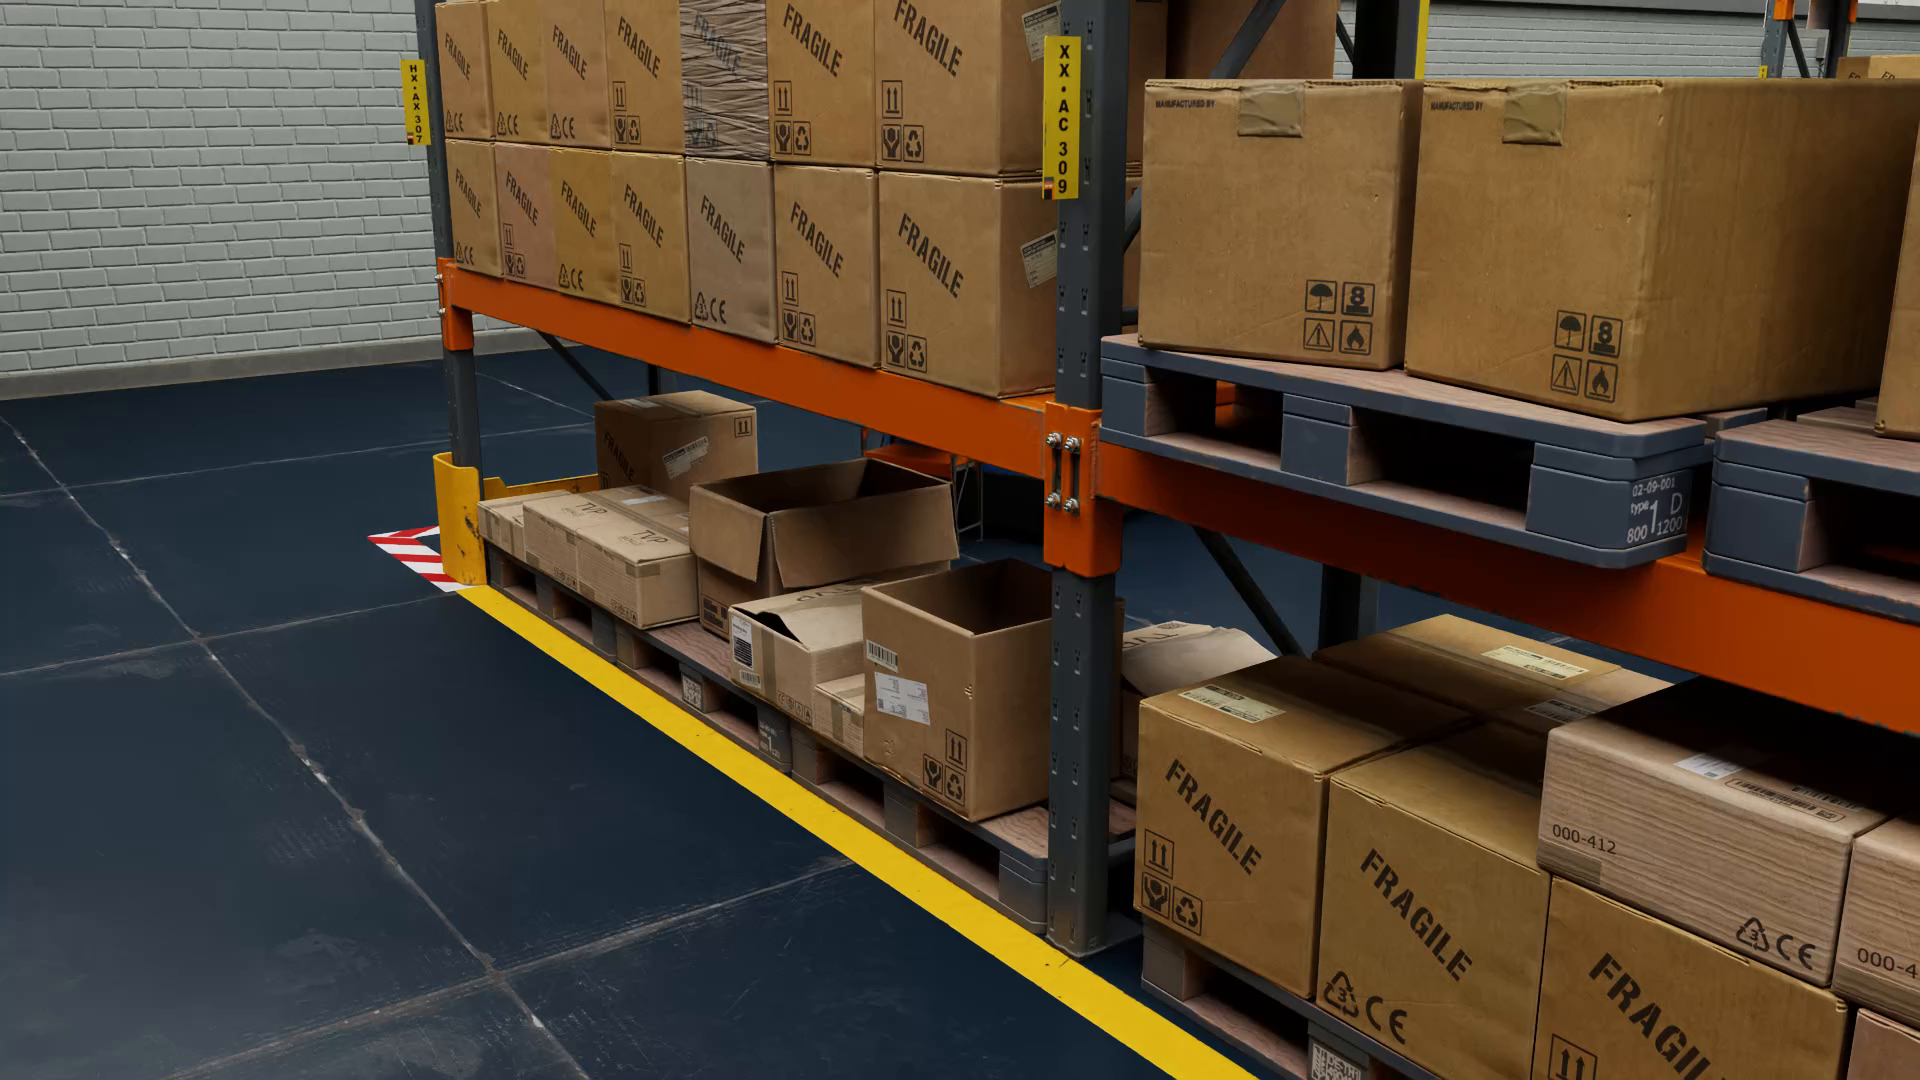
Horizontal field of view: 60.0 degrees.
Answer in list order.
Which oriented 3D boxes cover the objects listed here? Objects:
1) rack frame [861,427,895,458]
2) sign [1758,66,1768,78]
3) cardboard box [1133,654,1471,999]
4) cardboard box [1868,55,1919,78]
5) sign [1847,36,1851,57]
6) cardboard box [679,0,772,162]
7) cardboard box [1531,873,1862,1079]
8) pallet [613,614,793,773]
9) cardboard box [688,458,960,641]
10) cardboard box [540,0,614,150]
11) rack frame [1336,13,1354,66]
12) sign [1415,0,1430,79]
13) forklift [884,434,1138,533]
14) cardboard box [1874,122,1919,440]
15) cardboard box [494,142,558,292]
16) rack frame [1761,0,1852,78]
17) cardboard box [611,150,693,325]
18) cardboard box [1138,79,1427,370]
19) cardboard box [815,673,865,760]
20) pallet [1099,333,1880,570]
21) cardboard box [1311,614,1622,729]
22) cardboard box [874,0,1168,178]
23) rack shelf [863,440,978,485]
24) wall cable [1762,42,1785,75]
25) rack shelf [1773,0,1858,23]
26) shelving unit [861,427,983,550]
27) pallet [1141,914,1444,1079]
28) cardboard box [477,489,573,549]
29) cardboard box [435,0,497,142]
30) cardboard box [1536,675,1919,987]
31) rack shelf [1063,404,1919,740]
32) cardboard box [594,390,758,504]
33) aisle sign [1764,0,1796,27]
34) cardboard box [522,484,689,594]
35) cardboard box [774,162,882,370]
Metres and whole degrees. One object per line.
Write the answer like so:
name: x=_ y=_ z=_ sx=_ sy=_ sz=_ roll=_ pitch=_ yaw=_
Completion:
rack frame: x=-0.376 y=-0.622 z=7.576 sx=0.015 sy=1.200 sz=0.240 roll=10 pitch=18 yaw=32
sign: x=5.858 y=-3.300 z=12.163 sx=0.100 sy=0.325 sz=0.005 roll=-11 pitch=19 yaw=-35
cardboard box: x=0.734 y=0.596 z=3.618 sx=0.500 sy=0.500 sz=0.500 roll=-12 pitch=19 yaw=-37
cardboard box: x=6.668 y=-3.111 z=11.561 sx=0.500 sy=0.500 sz=0.500 roll=-11 pitch=19 yaw=-36
sign: x=6.757 y=-3.684 z=12.710 sx=0.100 sy=0.325 sz=0.005 roll=-11 pitch=19 yaw=-35
cardboard box: x=-0.459 y=-1.353 z=4.756 sx=0.500 sy=0.500 sz=0.500 roll=-11 pitch=19 yaw=-34
cardboard box: x=1.345 y=0.816 z=2.814 sx=0.500 sy=0.500 sz=0.500 roll=-11 pitch=19 yaw=-34
pallet: x=-0.477 y=0.399 z=5.719 sx=1.003 sy=0.211 sz=1.213 roll=-11 pitch=19 yaw=-35
cardboard box: x=-0.462 y=0.053 z=5.596 sx=0.797 sy=0.503 sz=0.637 roll=-11 pitch=19 yaw=-35
cardboard box: x=-1.054 y=-1.569 z=5.545 sx=0.500 sy=0.500 sz=0.500 roll=-11 pitch=19 yaw=-34
rack frame: x=2.304 y=-2.161 z=9.789 sx=1.000 sy=3.000 sz=0.127 roll=-11 pitch=19 yaw=-35
sign: x=1.094 y=-1.184 z=4.026 sx=0.100 sy=0.325 sz=0.005 roll=-11 pitch=19 yaw=-35
forklift: x=0.855 y=-1.769 z=8.486 sx=1.130 sy=2.935 sz=3.031 roll=10 pitch=18 yaw=32
cardboard box: x=1.736 y=-0.422 z=2.450 sx=0.500 sy=0.500 sz=0.700 roll=12 pitch=19 yaw=38
cardboard box: x=-1.350 y=-1.196 z=6.074 sx=0.500 sy=0.500 sz=0.500 roll=-11 pitch=19 yaw=-35
rack frame: x=6.310 y=-2.930 z=12.598 sx=1.000 sy=3.000 sz=0.127 roll=-11 pitch=19 yaw=-35
cardboard box: x=-0.764 y=-0.981 z=5.290 sx=0.500 sy=0.500 sz=0.500 roll=-11 pitch=19 yaw=-34
cardboard box: x=0.745 y=-0.653 z=3.297 sx=0.500 sy=0.500 sz=0.700 roll=10 pitch=18 yaw=33
cardboard box: x=-0.186 y=0.476 z=4.722 sx=0.380 sy=0.149 sz=0.250 roll=-11 pitch=19 yaw=-35
pallet: x=1.029 y=-0.258 z=3.202 sx=1.003 sy=0.211 sz=1.213 roll=-11 pitch=19 yaw=-35
cardboard box: x=1.169 y=0.516 z=3.911 sx=0.500 sy=0.500 sz=0.500 roll=-11 pitch=19 yaw=-35
cardboard box: x=0.140 y=-1.137 z=3.964 sx=0.500 sy=0.500 sz=0.500 roll=-11 pitch=19 yaw=-34
rack shelf: x=-0.172 y=-0.330 z=7.517 sx=0.480 sy=0.148 sz=0.258 roll=10 pitch=18 yaw=32
wall cable: x=10.992 y=-6.173 z=22.465 sx=0.585 sy=1.953 sz=0.123 roll=-11 pitch=19 yaw=-35
rack shelf: x=7.486 y=-3.602 z=10.736 sx=1.077 sy=0.370 sz=4.000 roll=-11 pitch=19 yaw=-35
shelving unit: x=-0.172 y=-0.587 z=7.446 sx=0.503 sy=1.200 sz=0.258 roll=10 pitch=18 yaw=32
pallet: x=1.156 y=0.974 z=3.617 sx=1.003 sy=0.211 sz=1.213 roll=-11 pitch=19 yaw=-35
cardboard box: x=-1.737 y=-0.087 z=6.779 sx=0.380 sy=0.149 sz=0.250 roll=-11 pitch=19 yaw=-35
cardboard box: x=-1.657 y=-1.788 z=6.342 sx=0.500 sy=0.500 sz=0.500 roll=-10 pitch=18 yaw=-33
cardboard box: x=1.322 y=0.448 z=2.739 sx=0.500 sy=0.250 sz=0.500 roll=-11 pitch=19 yaw=-34
rack shelf: x=1.823 y=0.235 z=2.396 sx=1.077 sy=0.370 sz=4.000 roll=-11 pitch=19 yaw=-35
cardboard box: x=-1.186 y=-0.321 z=6.970 sx=0.500 sy=0.500 sz=0.500 roll=-11 pitch=19 yaw=-35
aisle sign: x=6.025 y=-4.152 z=12.140 sx=0.394 sy=0.787 sz=0.004 roll=-11 pitch=19 yaw=-35
cardboard box: x=-1.321 y=-0.012 z=6.312 sx=0.500 sy=0.250 sz=0.500 roll=-11 pitch=19 yaw=-35
cardboard box: x=-0.159 y=-0.764 z=4.494 sx=0.500 sy=0.500 sz=0.500 roll=-10 pitch=18 yaw=-33
